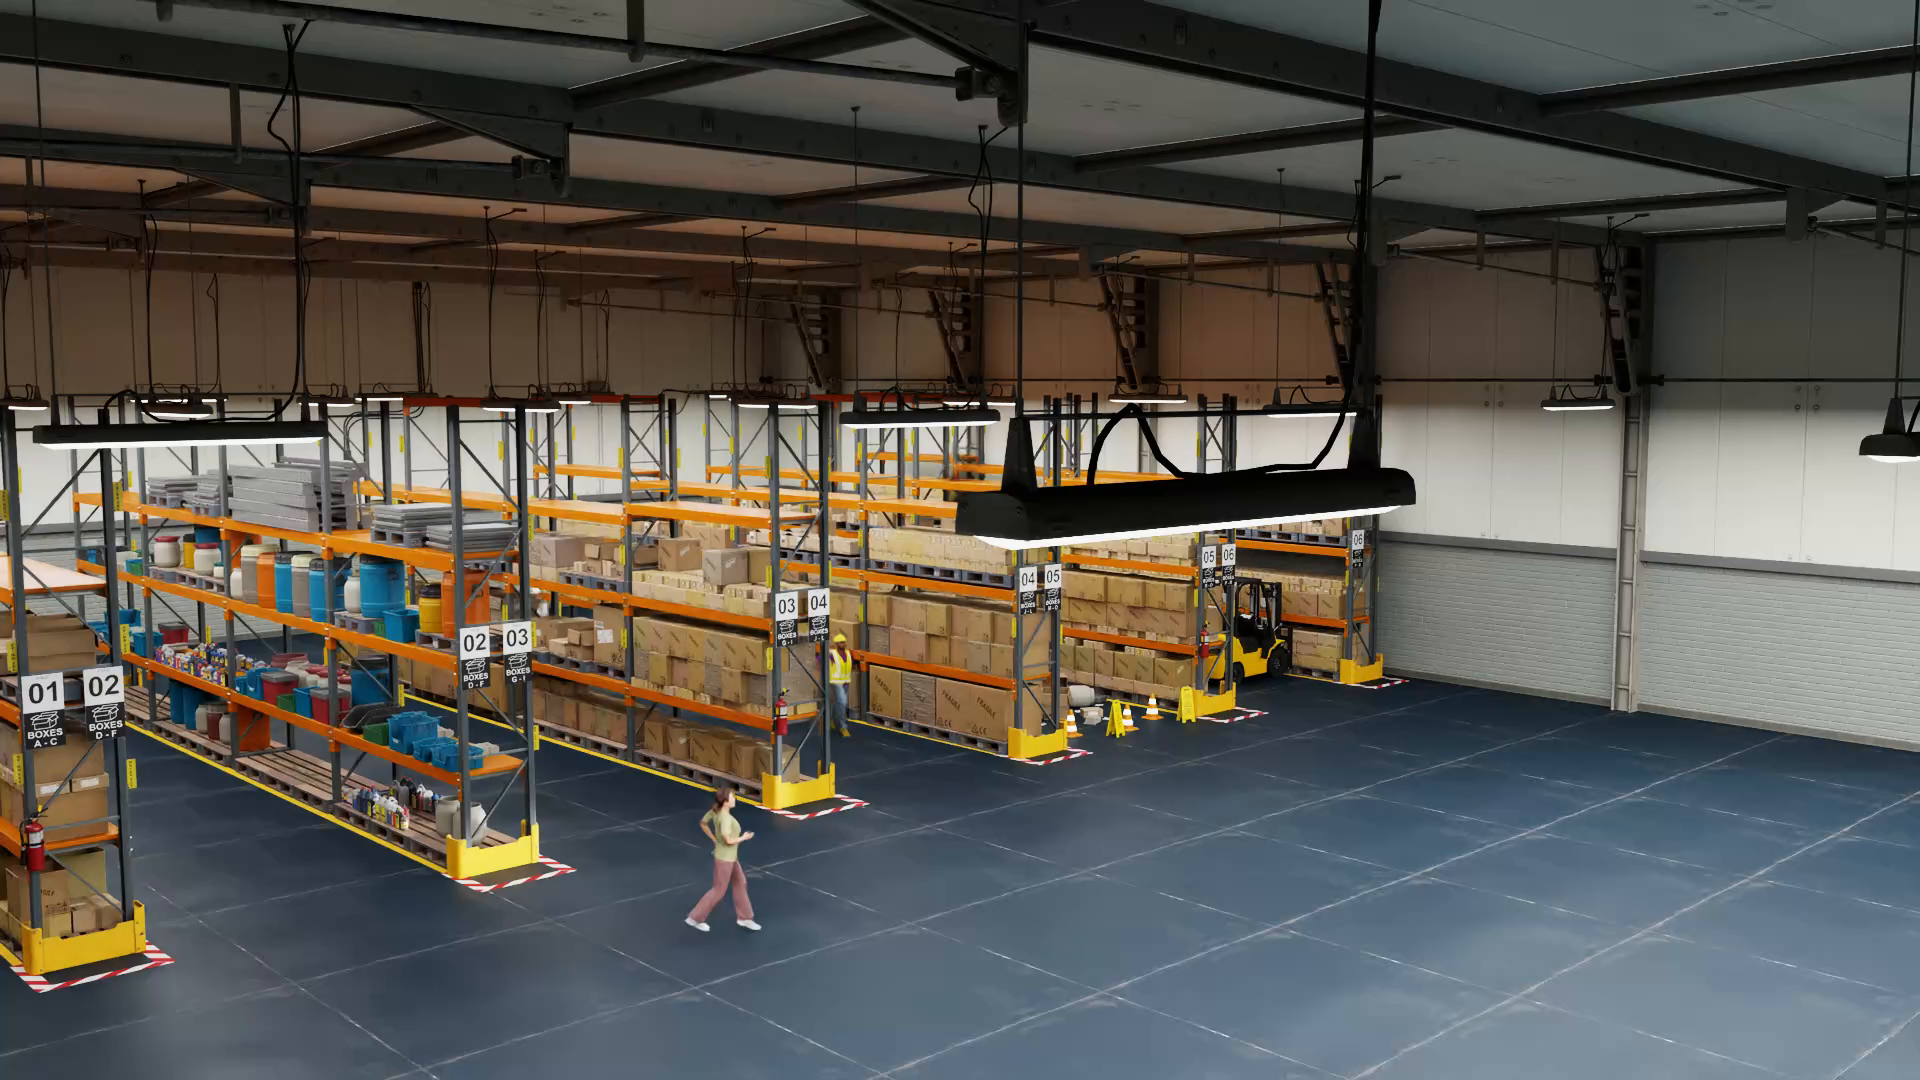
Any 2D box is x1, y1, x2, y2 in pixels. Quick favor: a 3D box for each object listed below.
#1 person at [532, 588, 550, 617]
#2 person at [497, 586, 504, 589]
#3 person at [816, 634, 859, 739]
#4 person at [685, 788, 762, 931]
[{"bbox_3d":[-9.326,1.917,36.756,0.655,1.731,0.664,-5,7,-40],"label":"person"},{"bbox_3d":[-10.650,1.855,38.298,0.584,1.580,0.554,-2,6,-20],"label":"person"},{"bbox_3d":[-2.153,2.586,29.657,0.813,1.828,0.678,5,7,42],"label":"person"},{"bbox_3d":[-2.691,3.665,18.907,0.883,1.710,0.569,-2,6,-16],"label":"person"}]
